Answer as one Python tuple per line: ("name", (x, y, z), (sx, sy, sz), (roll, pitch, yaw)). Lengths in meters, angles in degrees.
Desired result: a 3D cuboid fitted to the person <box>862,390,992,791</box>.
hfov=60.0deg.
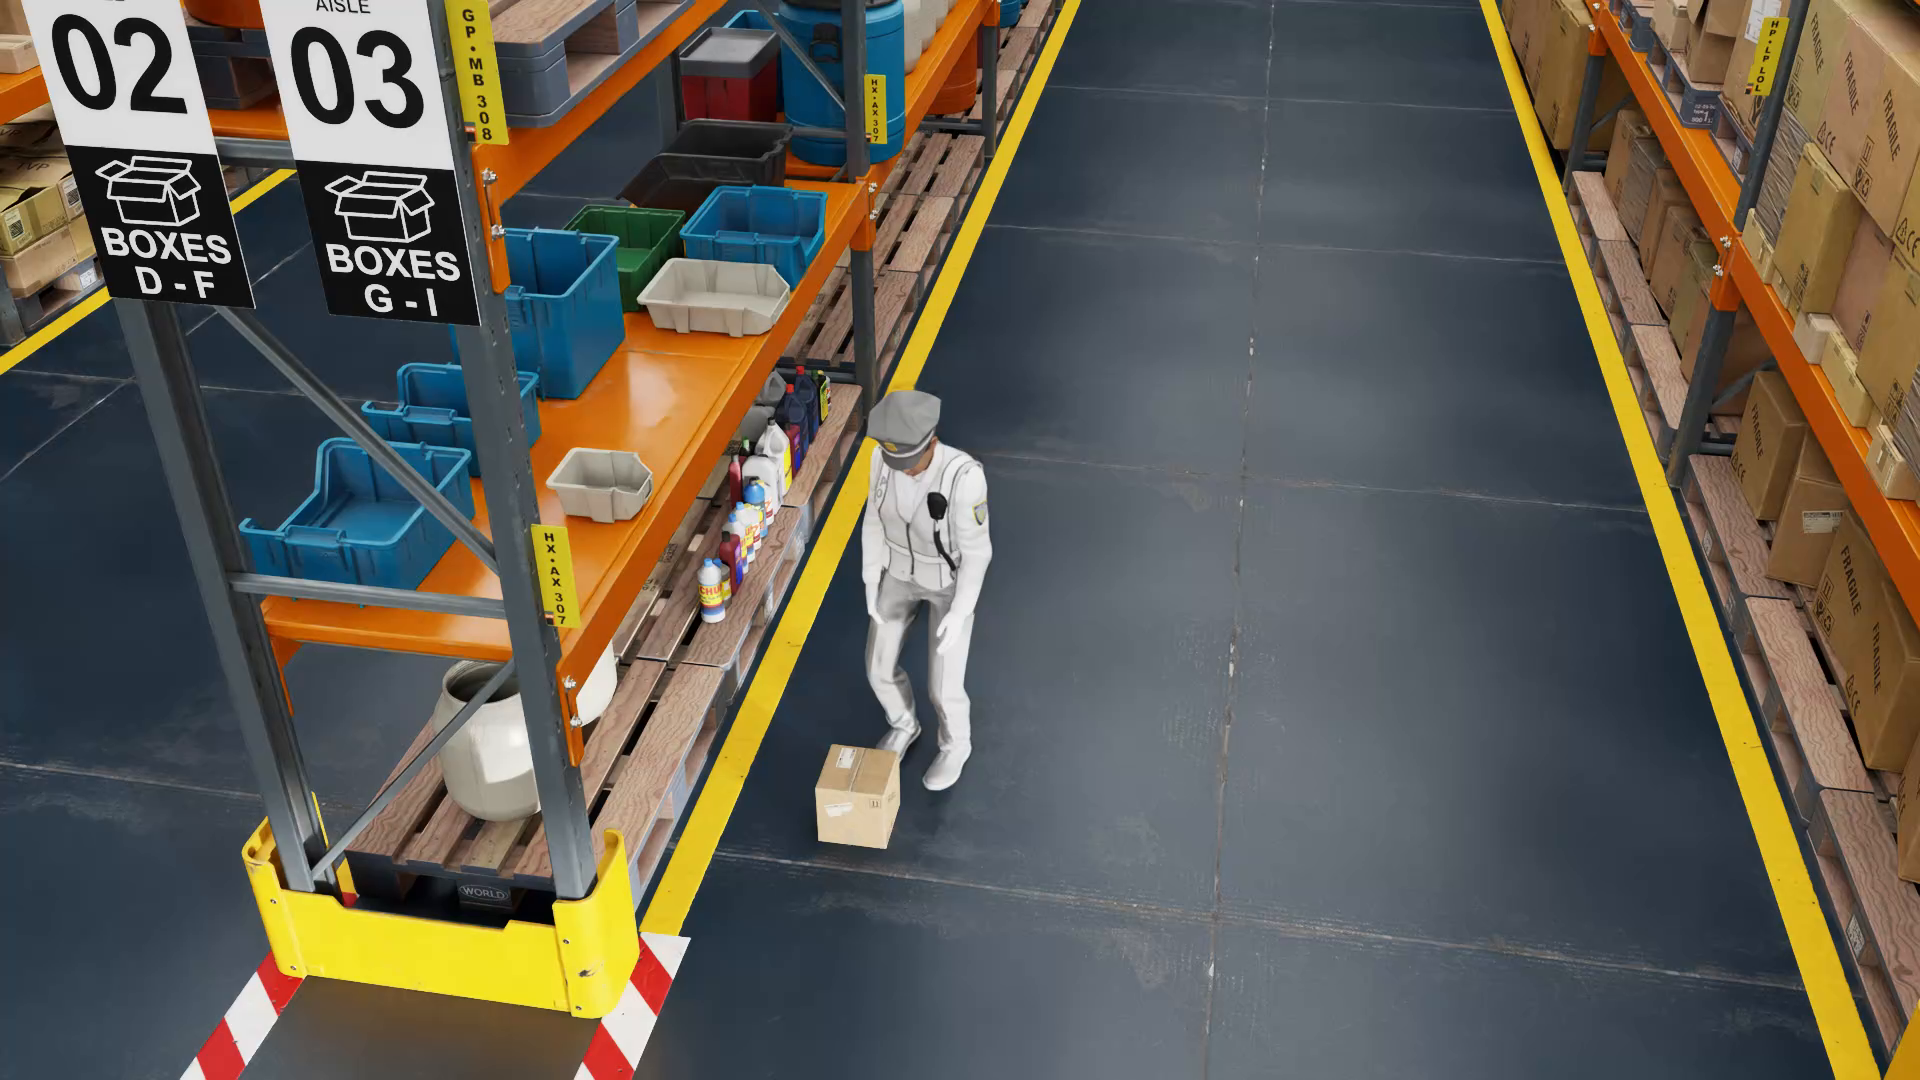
("person", (-0.123, 0.179, 5.926), (0.508, 1.604, 0.485), (17, 36, 25))
